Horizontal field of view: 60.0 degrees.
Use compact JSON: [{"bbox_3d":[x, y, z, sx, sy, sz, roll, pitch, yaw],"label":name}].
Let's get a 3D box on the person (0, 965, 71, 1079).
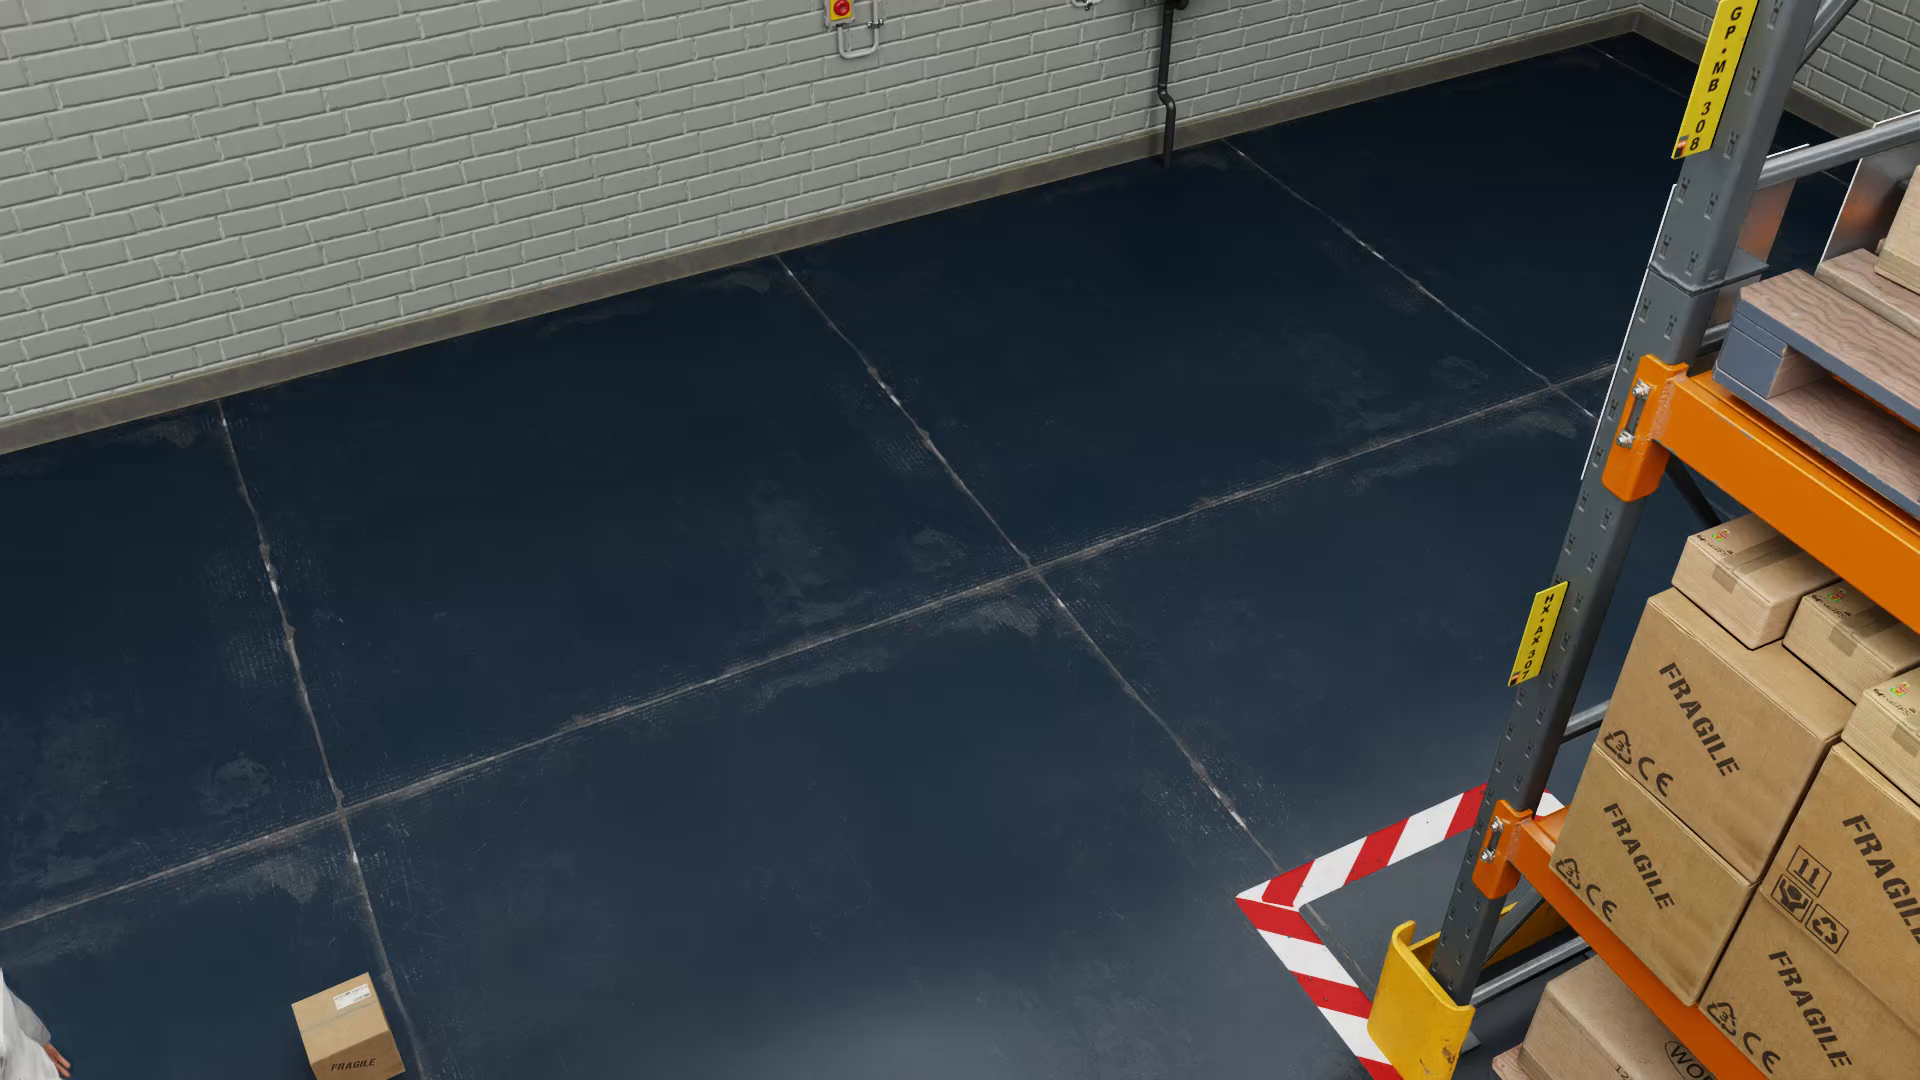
[{"bbox_3d":[-2.517,1.549,4.359,0.991,1.734,0.559,-24,46,-25],"label":"person"}]
